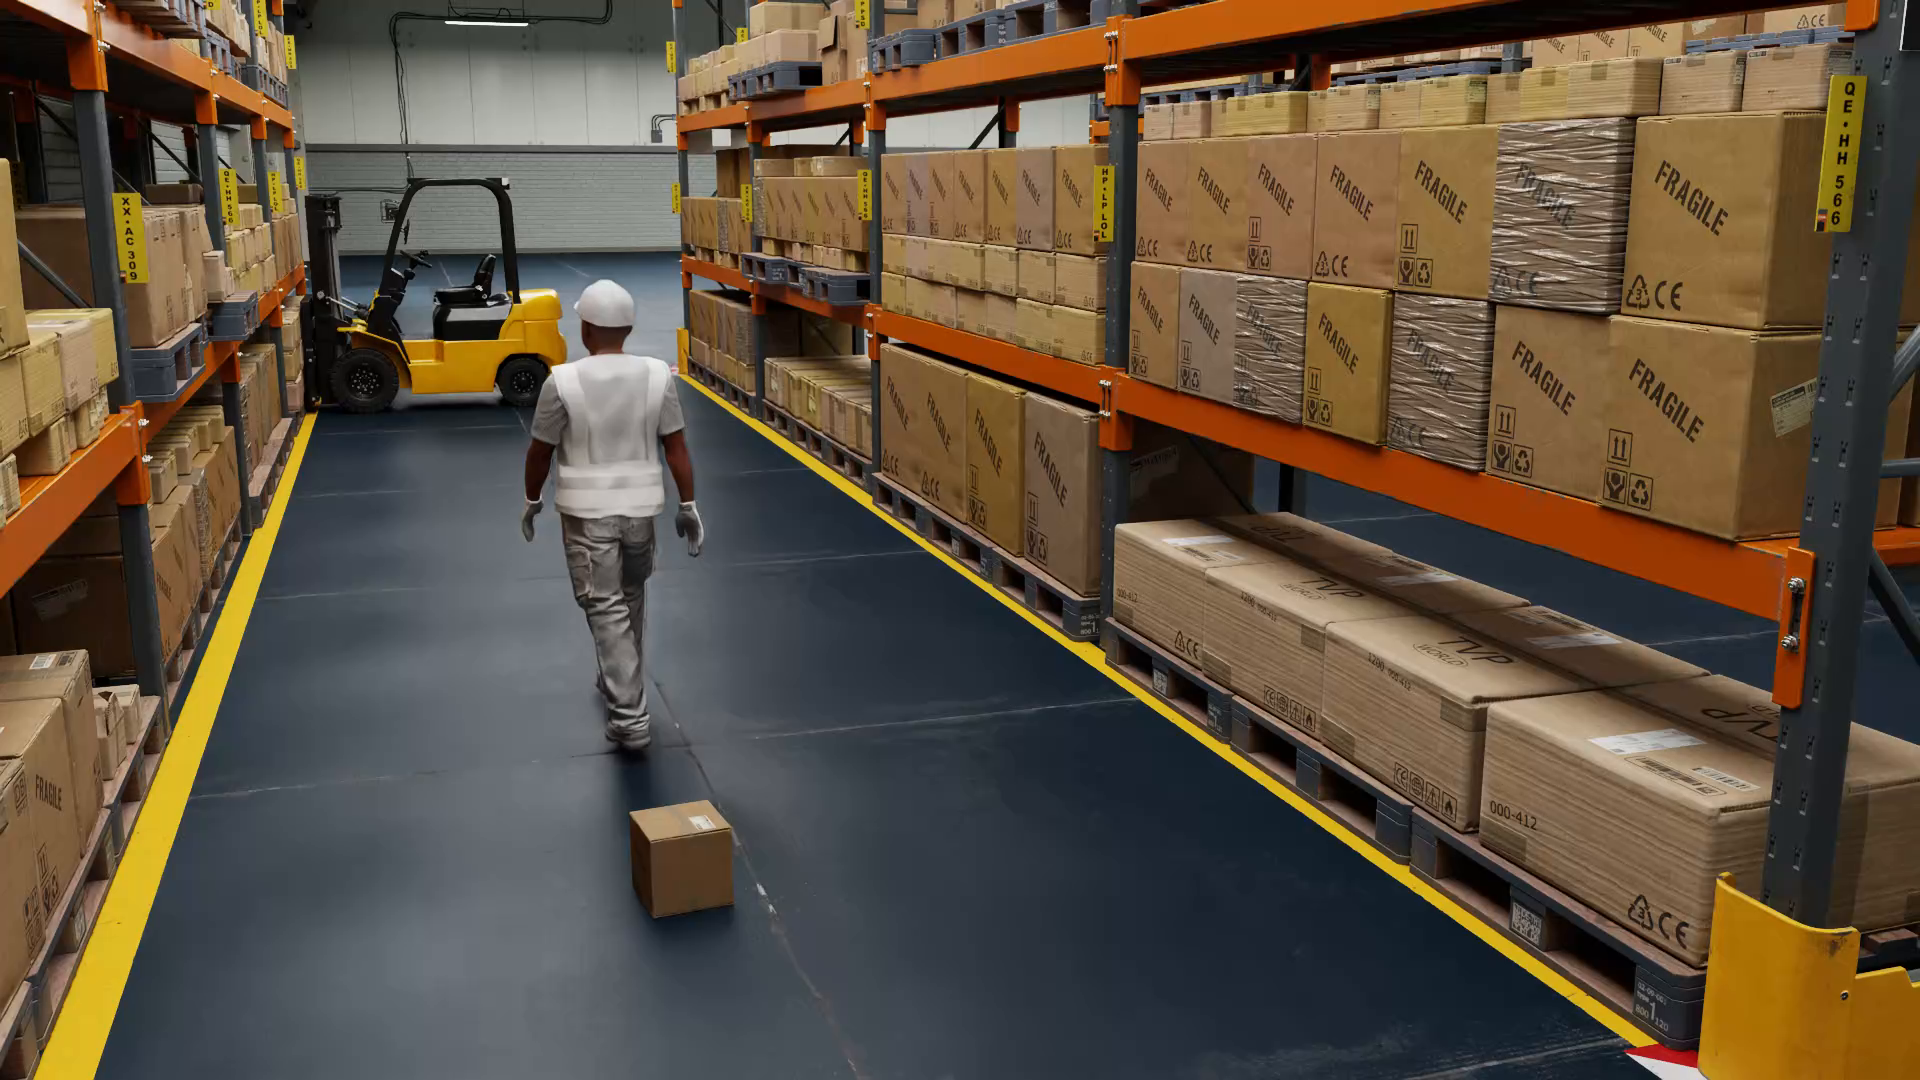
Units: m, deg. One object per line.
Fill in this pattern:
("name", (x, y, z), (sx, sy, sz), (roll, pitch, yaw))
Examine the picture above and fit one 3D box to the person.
("person", (-1.399, -0.144, 6.489), (0.604, 1.735, 0.970), (-8, 15, -34))
